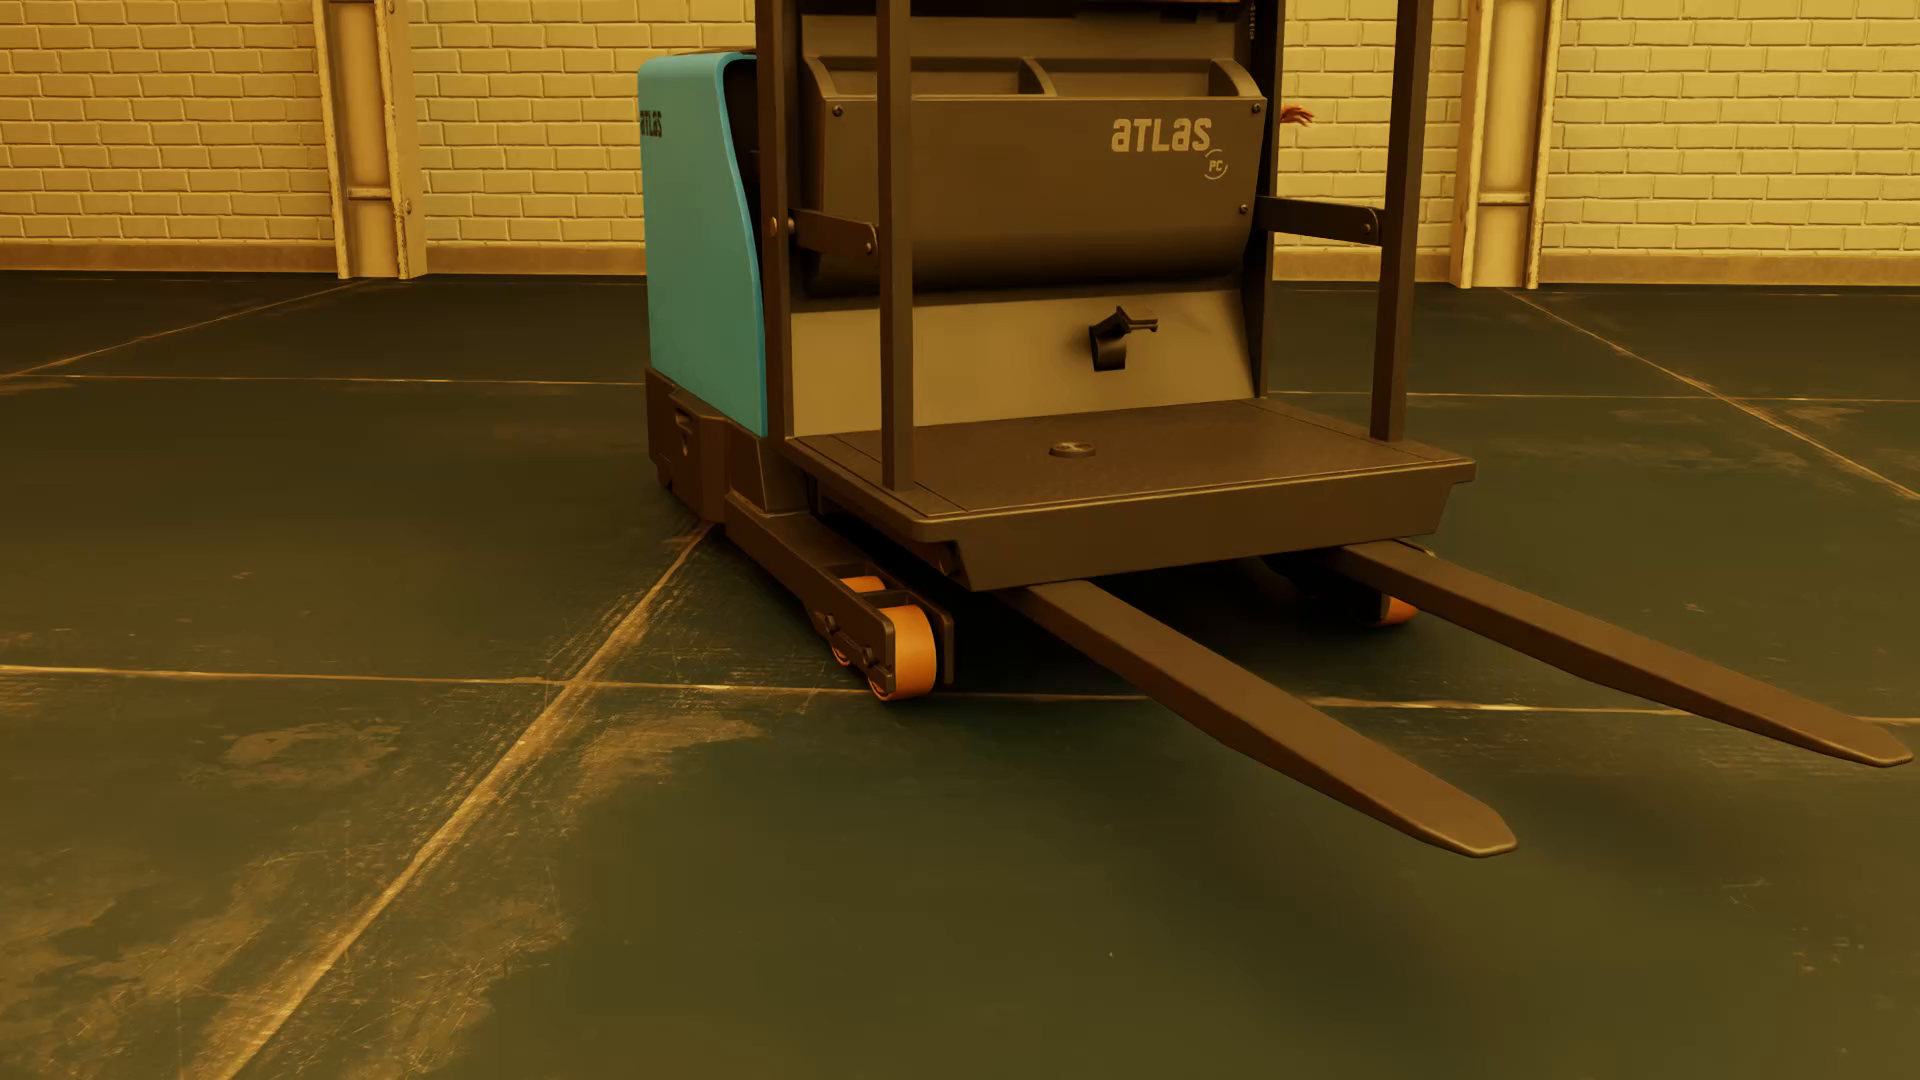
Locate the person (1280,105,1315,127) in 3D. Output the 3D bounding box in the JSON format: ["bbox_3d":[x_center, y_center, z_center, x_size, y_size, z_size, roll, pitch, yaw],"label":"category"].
[{"bbox_3d":[0.993,-1.422,6.150,0.808,1.561,0.757,-5,16,-18],"label":"person"}]

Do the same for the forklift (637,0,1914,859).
[{"bbox_3d":[0.244,-1.268,2.889,1.130,2.935,3.031,-7,17,-23],"label":"forklift"}]
